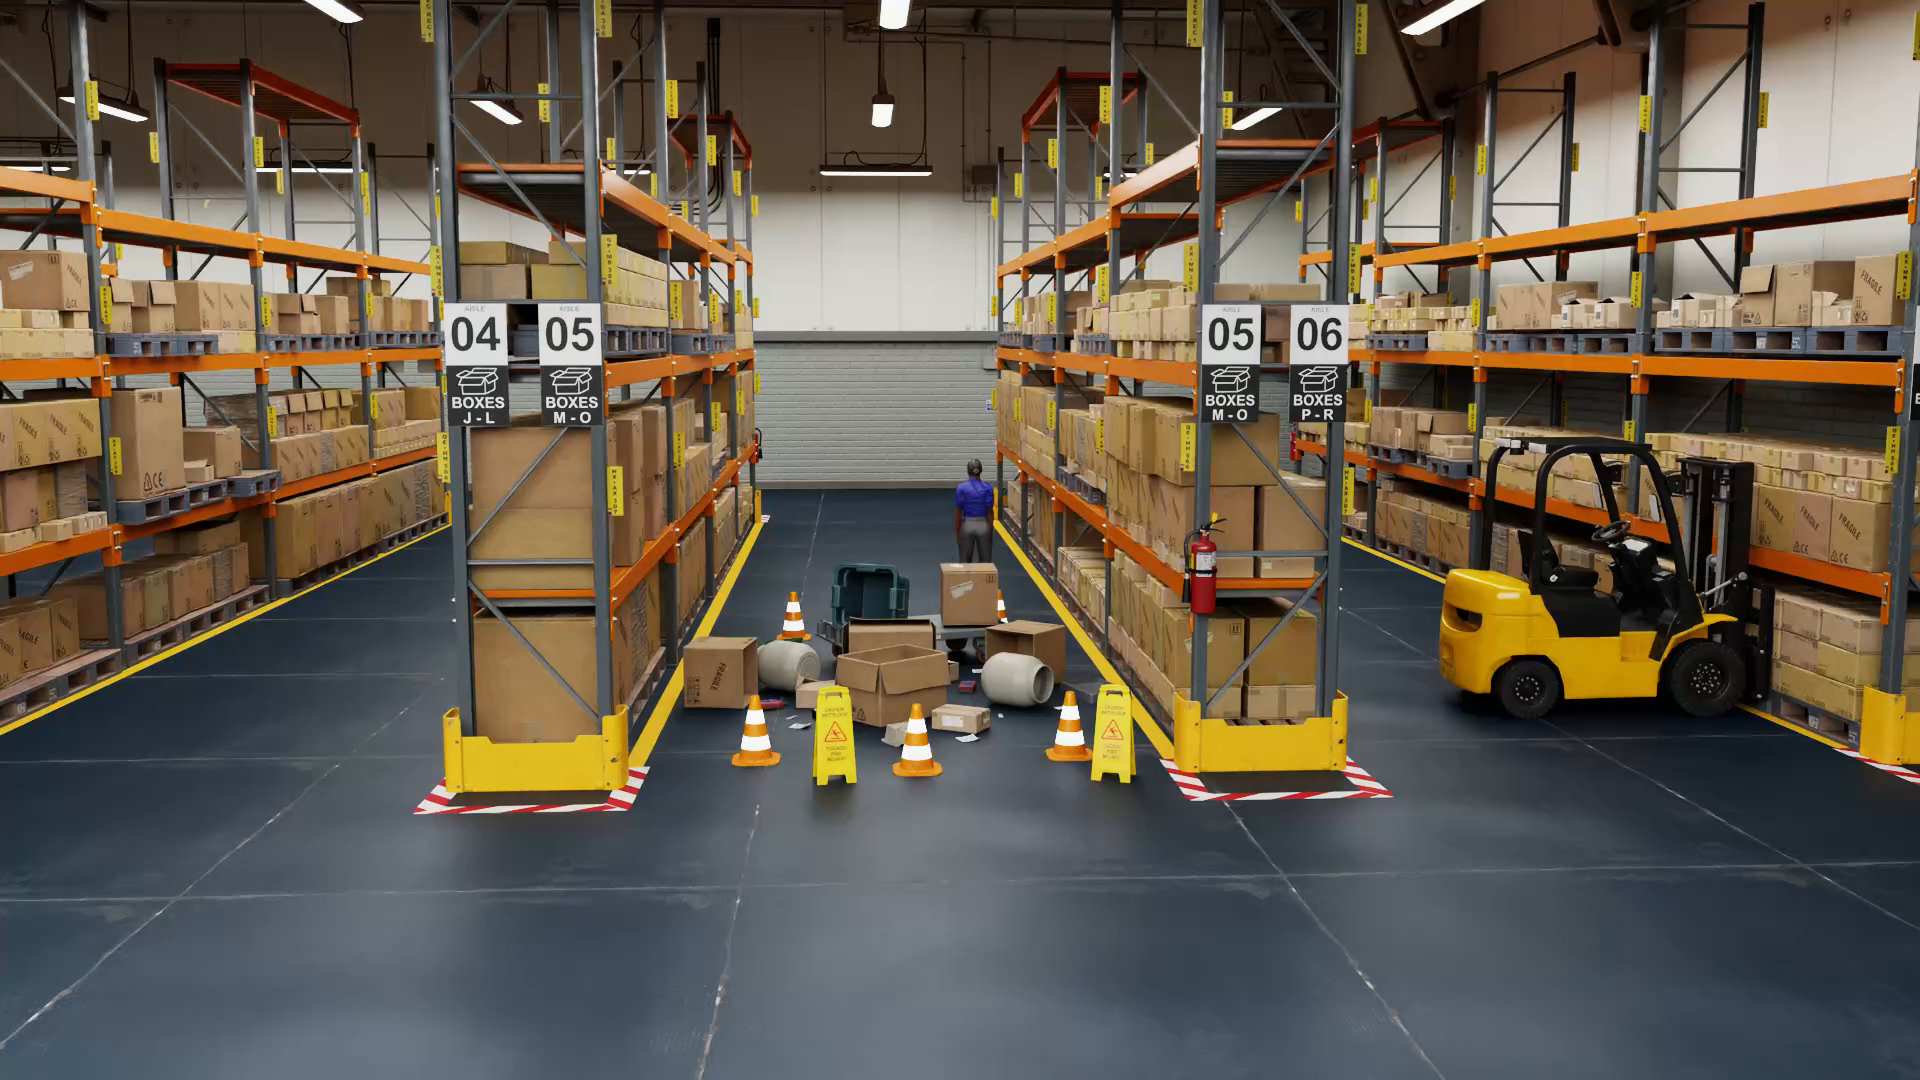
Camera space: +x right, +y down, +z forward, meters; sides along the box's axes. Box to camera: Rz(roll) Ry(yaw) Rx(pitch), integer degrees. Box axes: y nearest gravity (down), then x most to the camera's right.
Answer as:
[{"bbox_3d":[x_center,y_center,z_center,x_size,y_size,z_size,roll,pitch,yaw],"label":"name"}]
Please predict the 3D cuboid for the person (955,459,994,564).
[{"bbox_3d":[0.158,-0.074,18.402,0.437,1.656,0.299,0,7,-2],"label":"person"}]
